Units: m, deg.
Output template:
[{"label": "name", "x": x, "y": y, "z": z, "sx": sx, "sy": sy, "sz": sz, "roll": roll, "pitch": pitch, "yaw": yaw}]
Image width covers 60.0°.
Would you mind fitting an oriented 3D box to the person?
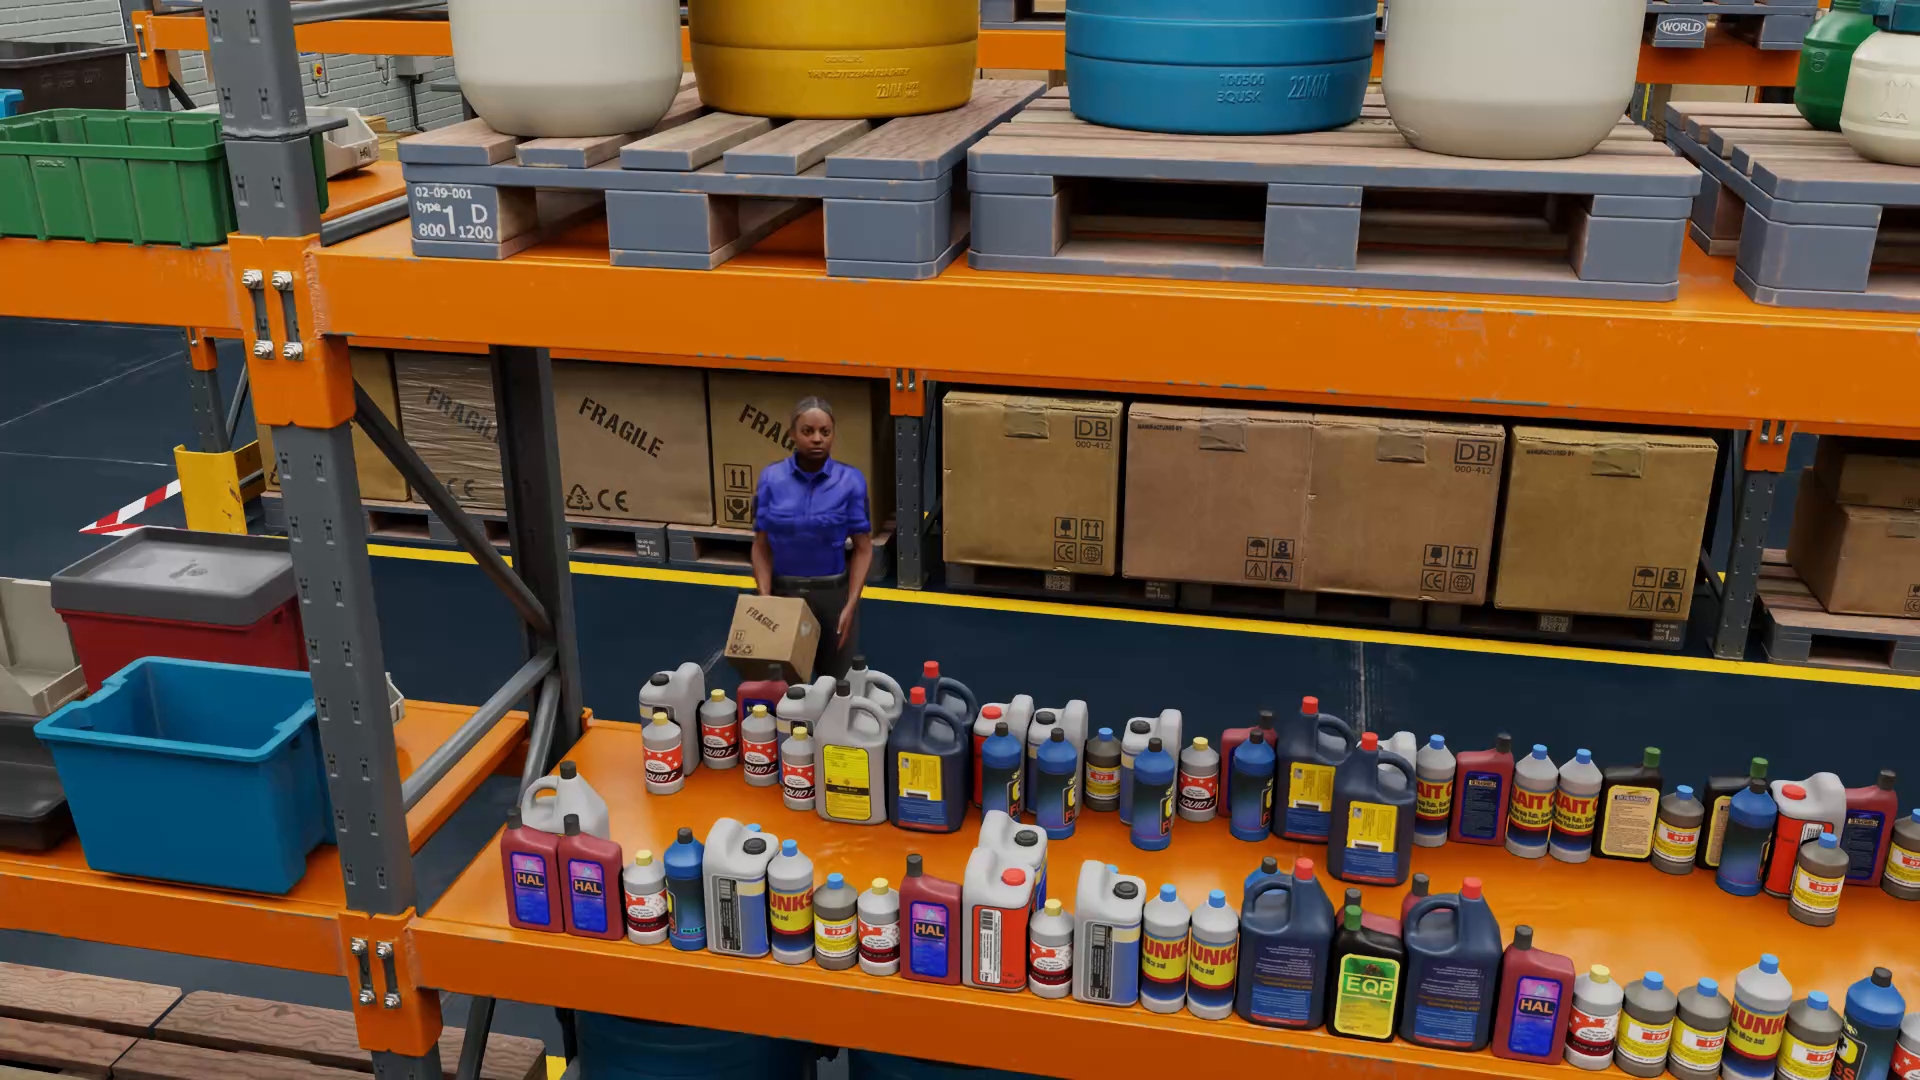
[{"label": "person", "x": -0.586, "y": 0.288, "z": 6.362, "sx": 0.518, "sy": 1.659, "sz": 0.463, "roll": -1, "pitch": 22, "yaw": -2}]
